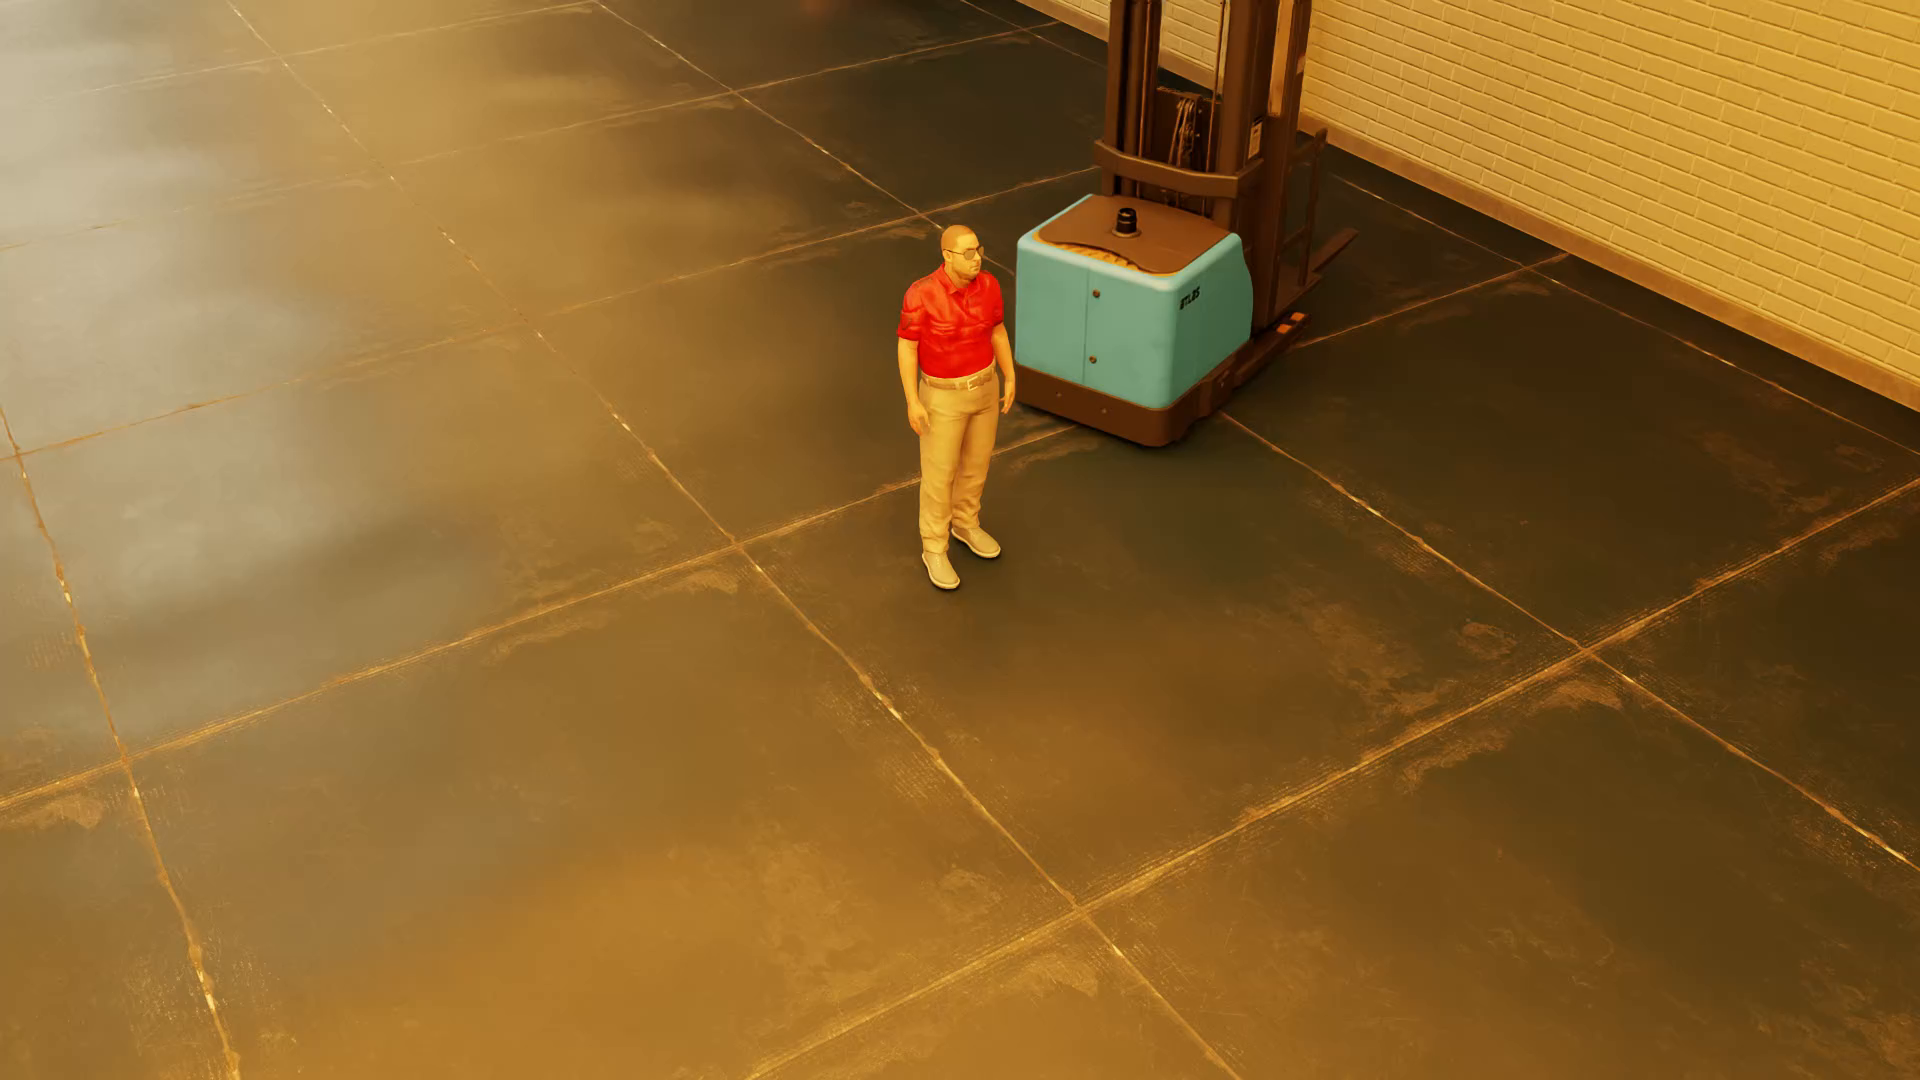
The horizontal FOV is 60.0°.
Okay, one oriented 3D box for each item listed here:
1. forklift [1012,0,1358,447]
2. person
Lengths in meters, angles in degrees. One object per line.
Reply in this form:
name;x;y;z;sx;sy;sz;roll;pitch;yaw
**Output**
forklift;1.562;-2.523;9.738;1.130;2.935;3.031;22;41;28
person;0.040;-0.667;8.129;0.641;1.727;0.550;-21;40;-27
